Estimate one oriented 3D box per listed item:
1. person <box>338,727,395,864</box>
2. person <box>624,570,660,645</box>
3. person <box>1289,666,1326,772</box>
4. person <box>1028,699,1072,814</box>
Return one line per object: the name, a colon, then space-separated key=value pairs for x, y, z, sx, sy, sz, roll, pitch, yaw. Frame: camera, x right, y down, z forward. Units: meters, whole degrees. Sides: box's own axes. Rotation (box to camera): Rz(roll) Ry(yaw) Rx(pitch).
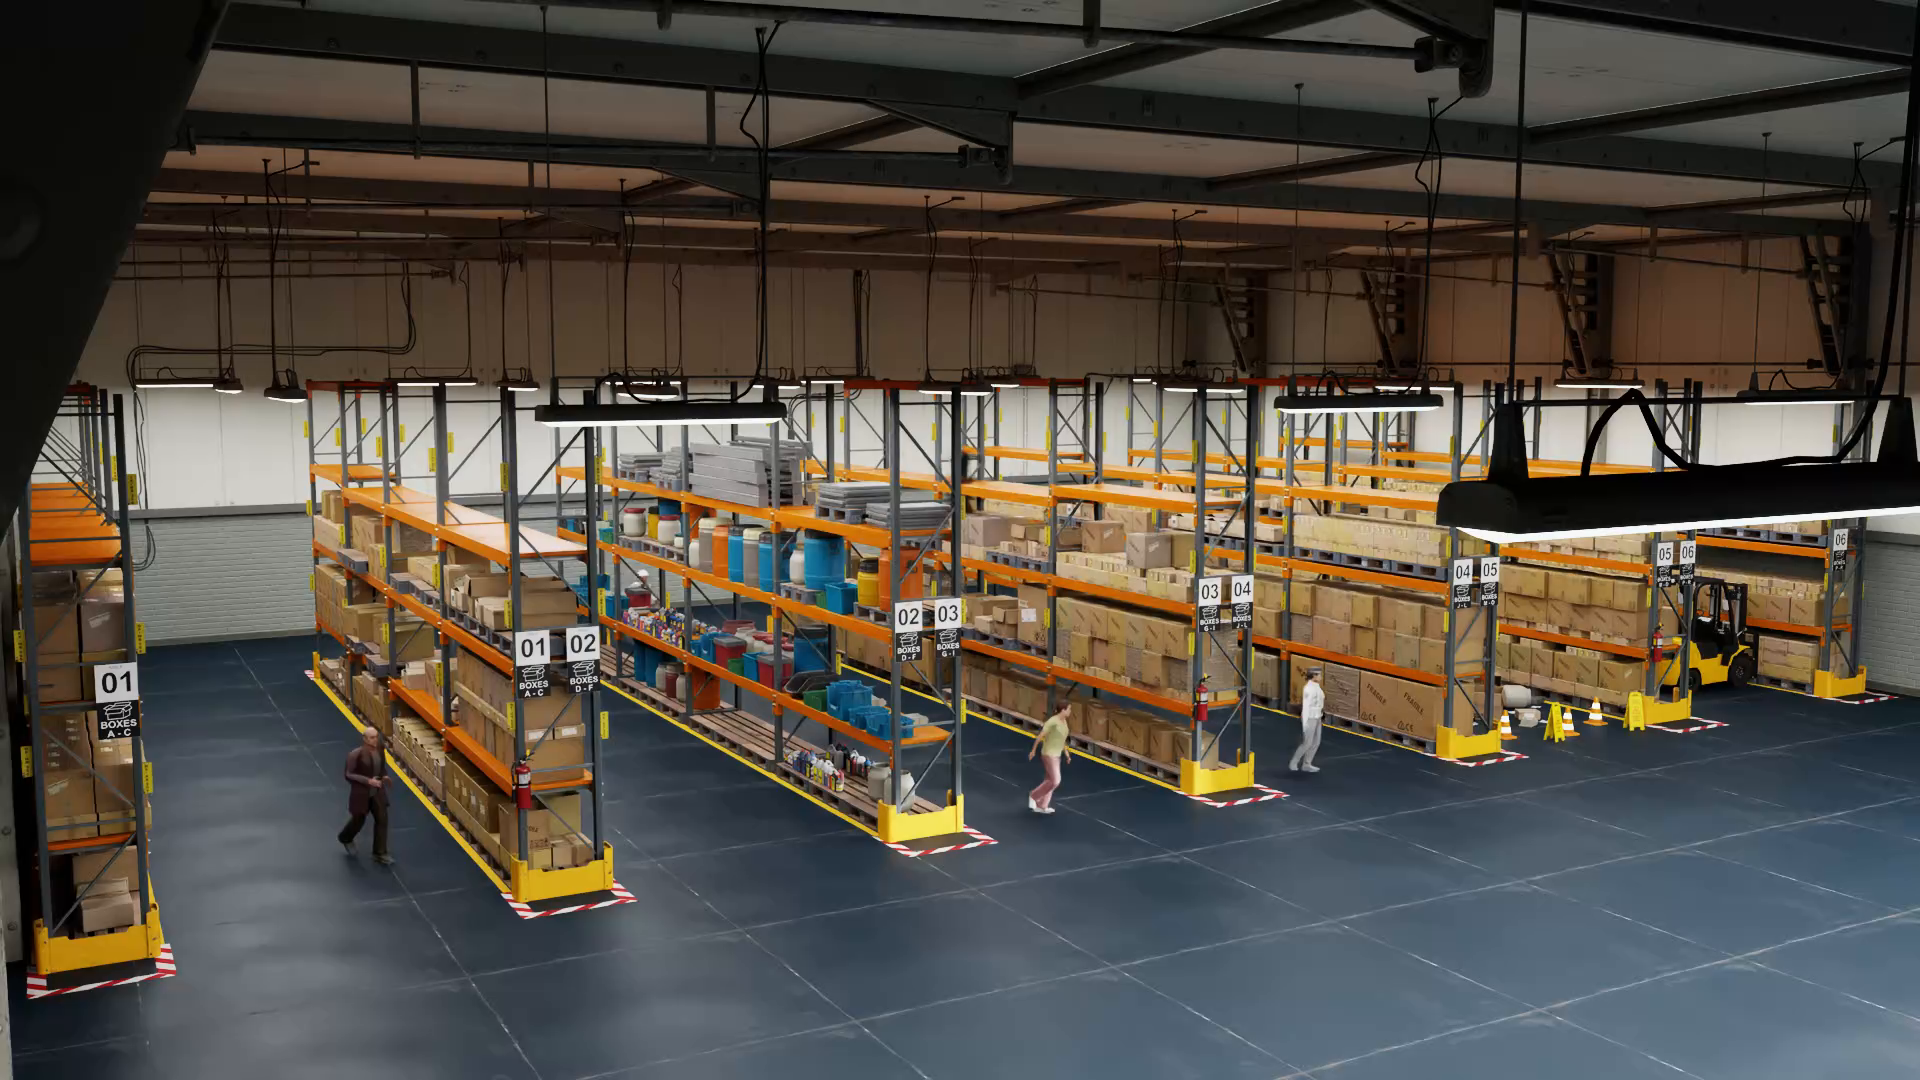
person: x=-7.594 y=3.214 z=21.161 sx=1.010 sy=1.749 sz=0.690 roll=5 pitch=8 yaw=39
person: x=-7.118 y=1.518 z=37.076 sx=0.960 sy=1.726 sz=0.614 roll=5 pitch=8 yaw=37
person: x=5.372 y=2.776 z=25.753 sx=0.476 sy=1.651 sz=0.591 roll=3 pitch=7 yaw=29
person: x=1.258 y=3.047 z=23.403 sx=0.546 sy=1.619 sz=0.626 roll=3 pitch=7 yaw=26
